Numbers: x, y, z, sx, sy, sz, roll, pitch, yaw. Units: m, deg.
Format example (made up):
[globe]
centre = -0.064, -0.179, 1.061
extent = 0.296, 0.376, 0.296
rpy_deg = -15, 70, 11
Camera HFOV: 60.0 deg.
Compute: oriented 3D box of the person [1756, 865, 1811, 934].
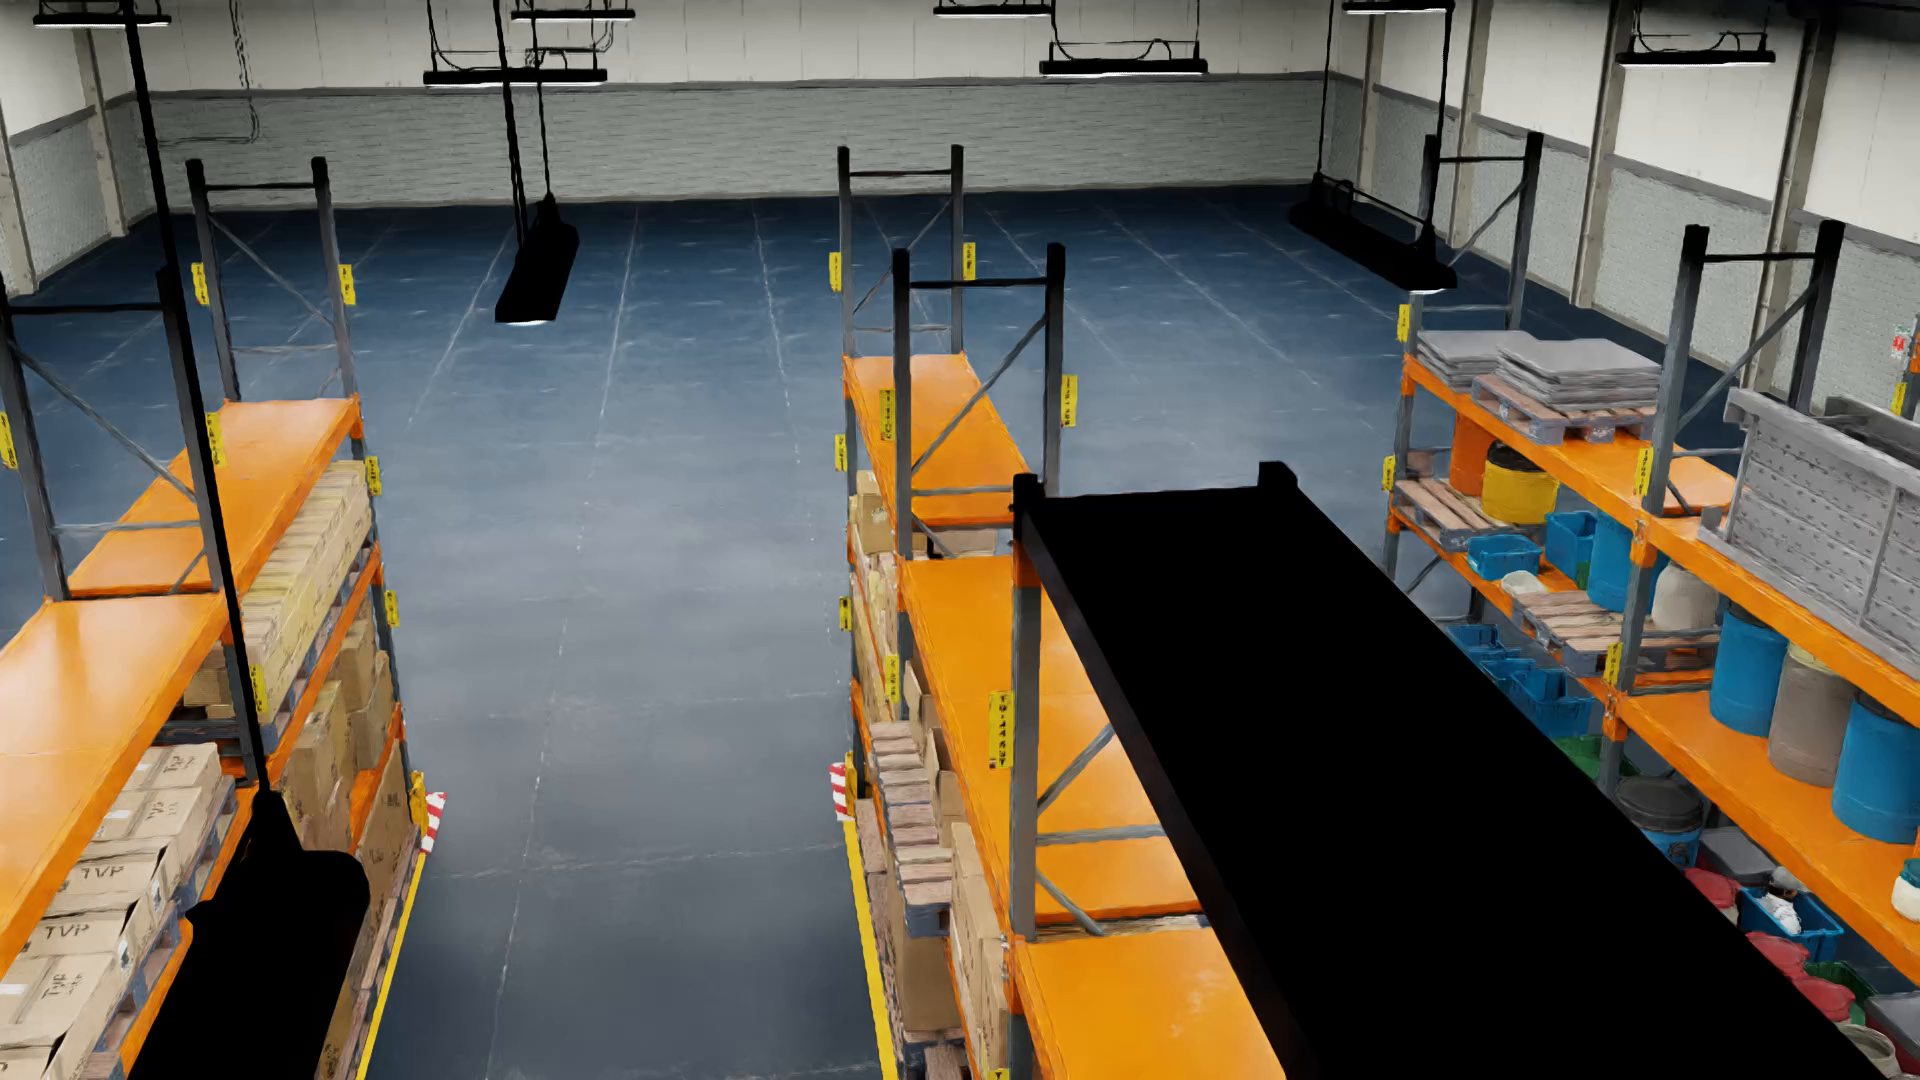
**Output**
[person]
centre = 5.472, 2.932, 11.407
extent = 0.608, 1.644, 0.660
rpy_deg = -8, 23, -20
